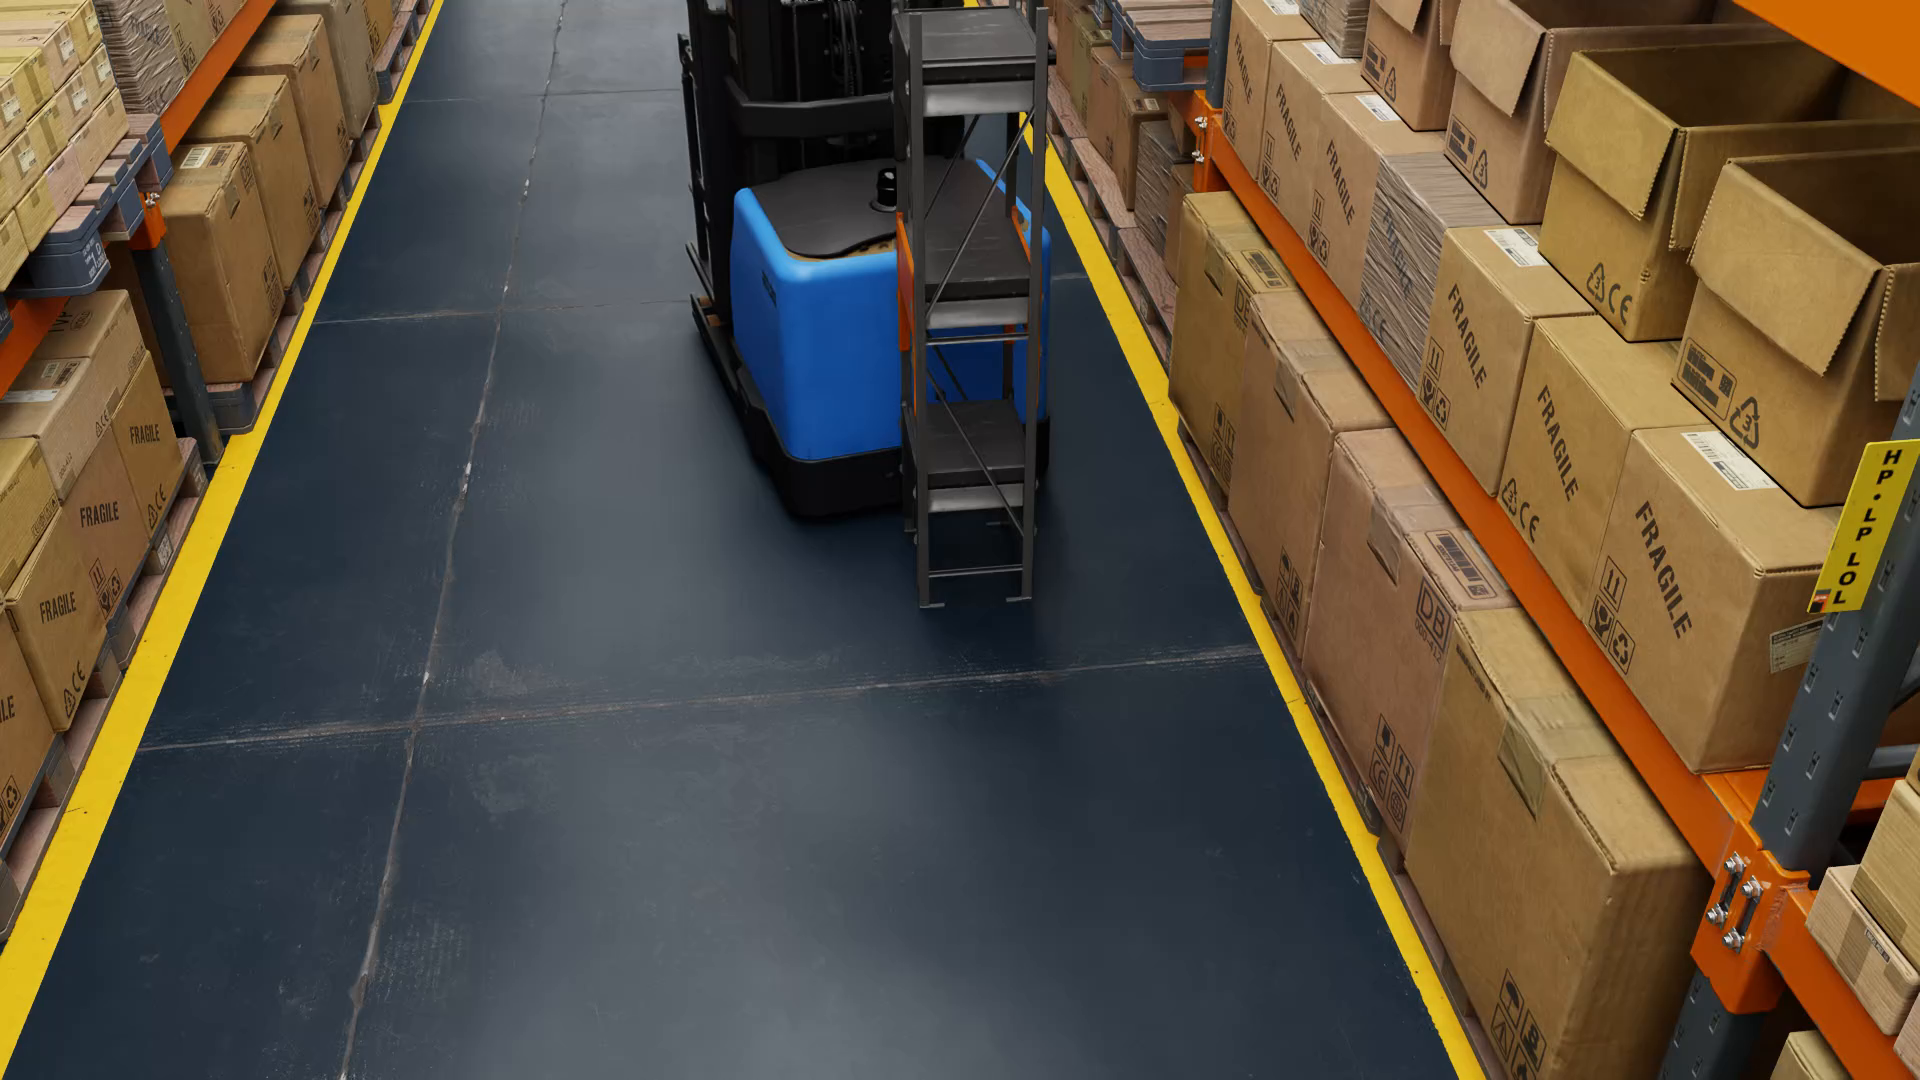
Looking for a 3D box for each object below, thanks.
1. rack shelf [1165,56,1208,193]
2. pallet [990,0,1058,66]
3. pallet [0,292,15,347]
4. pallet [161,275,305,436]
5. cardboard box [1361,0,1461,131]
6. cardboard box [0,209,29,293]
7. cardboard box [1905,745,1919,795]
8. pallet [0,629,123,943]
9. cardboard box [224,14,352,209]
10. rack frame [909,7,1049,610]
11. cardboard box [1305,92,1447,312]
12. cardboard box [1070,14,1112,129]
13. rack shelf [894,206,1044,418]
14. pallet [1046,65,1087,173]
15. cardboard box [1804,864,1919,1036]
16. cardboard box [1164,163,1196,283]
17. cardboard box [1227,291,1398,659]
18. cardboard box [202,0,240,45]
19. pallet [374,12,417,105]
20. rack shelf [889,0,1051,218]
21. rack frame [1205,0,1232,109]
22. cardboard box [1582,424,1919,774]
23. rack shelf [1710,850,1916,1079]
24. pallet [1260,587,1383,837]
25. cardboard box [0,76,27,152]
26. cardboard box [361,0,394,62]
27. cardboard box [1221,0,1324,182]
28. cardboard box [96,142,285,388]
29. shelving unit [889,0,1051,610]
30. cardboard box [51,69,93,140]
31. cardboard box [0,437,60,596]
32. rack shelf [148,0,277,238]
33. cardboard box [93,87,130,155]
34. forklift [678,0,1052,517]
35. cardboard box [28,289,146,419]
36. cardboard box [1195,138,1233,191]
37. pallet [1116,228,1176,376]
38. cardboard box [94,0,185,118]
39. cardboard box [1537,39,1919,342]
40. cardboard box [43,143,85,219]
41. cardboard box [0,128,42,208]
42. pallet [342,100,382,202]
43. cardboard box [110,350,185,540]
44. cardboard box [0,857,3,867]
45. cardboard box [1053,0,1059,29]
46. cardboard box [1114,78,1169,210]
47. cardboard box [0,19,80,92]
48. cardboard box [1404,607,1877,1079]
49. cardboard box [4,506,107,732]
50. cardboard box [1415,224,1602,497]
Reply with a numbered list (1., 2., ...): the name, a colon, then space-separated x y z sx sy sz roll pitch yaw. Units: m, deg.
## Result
1. rack shelf: 1.175 -2.669 8.142 1.077 0.370 4.000 -4 35 -6
2. pallet: 0.781 -3.302 10.908 1.003 0.211 1.213 -4 35 -6
3. pallet: -3.178 -0.350 4.271 1.003 0.211 1.213 -4 35 -6
4. pallet: -3.516 -0.824 7.272 1.003 0.211 1.213 -4 35 -6
5. cardboard box: 1.611 -1.533 4.857 0.797 0.503 0.637 -4 34 -5
6. cardboard box: -2.828 -0.789 4.594 0.380 0.149 0.250 -6 35 -8
7. cardboard box: 1.793 0.298 2.353 0.500 0.500 0.500 -4 35 -6
8. pallet: -3.220 0.737 4.982 1.003 0.211 1.213 -4 35 -6
9. cardboard box: -3.724 -2.129 8.335 1.050 0.750 0.750 -4 35 -6
10. rack frame: 0.055 -0.639 5.323 0.400 2.100 0.015 -4 35 -6
11. cardboard box: 1.384 -1.027 5.004 0.500 0.500 0.500 -5 35 -7
12. cardboard box: 1.013 -2.620 9.259 0.700 0.500 0.500 -5 35 -7
13. rack shelf: 0.022 -0.764 5.531 0.431 0.518 0.480 -4 35 -6
14. pallet: 1.012 -2.496 9.725 1.003 0.211 1.213 -4 35 -6
15. cardboard box: 1.692 0.676 2.818 0.380 0.149 0.250 -4 35 -6
16. cardboard box: 1.334 -1.372 7.428 0.700 0.500 0.500 -6 35 -9
17. cardboard box: 1.628 -0.261 5.484 1.225 0.875 0.875 -4 35 -6
18. cardboard box: -3.416 -2.408 7.032 0.500 0.500 0.500 -4 35 -6
19. pallet: -4.047 -3.041 10.525 1.003 0.211 1.213 -4 35 -6
20. rack shelf: 0.022 -1.342 5.137 0.431 0.518 0.480 -4 35 -6
21. rack frame: 1.444 -1.850 6.302 1.000 3.000 0.127 -4 35 -6
22. cardboard box: 1.649 0.100 3.351 0.500 0.500 0.500 -4 35 -6
23. rack shelf: 2.251 1.795 1.591 1.077 0.370 4.000 -4 35 -6
24. pallet: 1.636 0.427 5.436 1.003 0.211 1.213 -4 35 -6
25. cardboard box: -2.858 -1.173 4.629 0.380 0.149 0.250 -3 34 -5
26. cardboard box: -4.038 -3.415 10.111 0.875 0.875 0.875 -4 34 -6
27. cardboard box: 1.240 -1.600 5.845 0.500 0.500 0.500 -3 34 -5
28. cardboard box: -3.477 -1.122 6.857 1.050 0.750 0.750 -5 35 -7
29. shelving unit: 0.022 -0.775 5.523 0.431 2.100 0.503 -4 35 -6
30. cardboard box: -2.929 -1.334 5.130 0.380 0.149 0.250 -3 34 -5
31. cardboard box: -3.001 -0.054 4.847 0.500 0.250 0.500 -4 34 -5
32. rack shelf: -3.753 -2.350 7.673 1.077 0.370 4.000 -4 35 -6
33. cardboard box: -2.963 -1.360 5.433 0.380 0.149 0.250 -4 34 -6
34. forklift: -0.596 -2.125 6.766 1.130 2.935 3.031 -11 36 -15
35. cardboard box: -3.133 -0.620 5.677 0.500 0.250 0.500 -5 35 -8
36. cardboard box: 1.324 -1.681 7.216 0.500 0.250 0.500 -3 34 -4
37. pallet: 1.340 -1.134 7.727 1.003 0.211 1.213 -4 35 -6
38. cardboard box: -3.277 -1.843 6.203 0.500 0.500 0.500 -4 34 -6
39. cardboard box: 1.807 -0.814 3.801 0.797 0.503 0.637 -4 34 -6
40. cardboard box: -2.896 -1.078 5.019 0.380 0.149 0.250 -4 34 -6
41. cardboard box: -2.858 -1.047 4.709 0.380 0.149 0.250 -4 35 -6
42. pallet: -3.844 -2.186 9.270 1.003 0.211 1.213 -4 35 -6
43. cardboard box: -3.137 -0.324 5.909 0.500 0.500 0.500 -5 35 -7
44. cardboard box: -2.856 0.833 4.211 0.500 0.500 0.500 -3 34 -4
45. cardboard box: 0.892 -3.449 10.495 0.500 0.500 0.500 -5 35 -8
46. cardboard box: 1.164 -1.996 8.344 0.700 0.500 0.500 -2 34 -2
47. cardboard box: -2.933 -1.468 5.062 0.380 0.149 0.250 -5 35 -7
48. cardboard box: 1.876 0.731 4.028 1.225 0.875 0.875 -4 35 -6
49. cardboard box: -2.984 0.260 5.052 0.500 0.500 0.500 -6 35 -9
50. cardboard box: 1.512 -0.468 4.184 0.500 0.500 0.500 -5 35 -7
